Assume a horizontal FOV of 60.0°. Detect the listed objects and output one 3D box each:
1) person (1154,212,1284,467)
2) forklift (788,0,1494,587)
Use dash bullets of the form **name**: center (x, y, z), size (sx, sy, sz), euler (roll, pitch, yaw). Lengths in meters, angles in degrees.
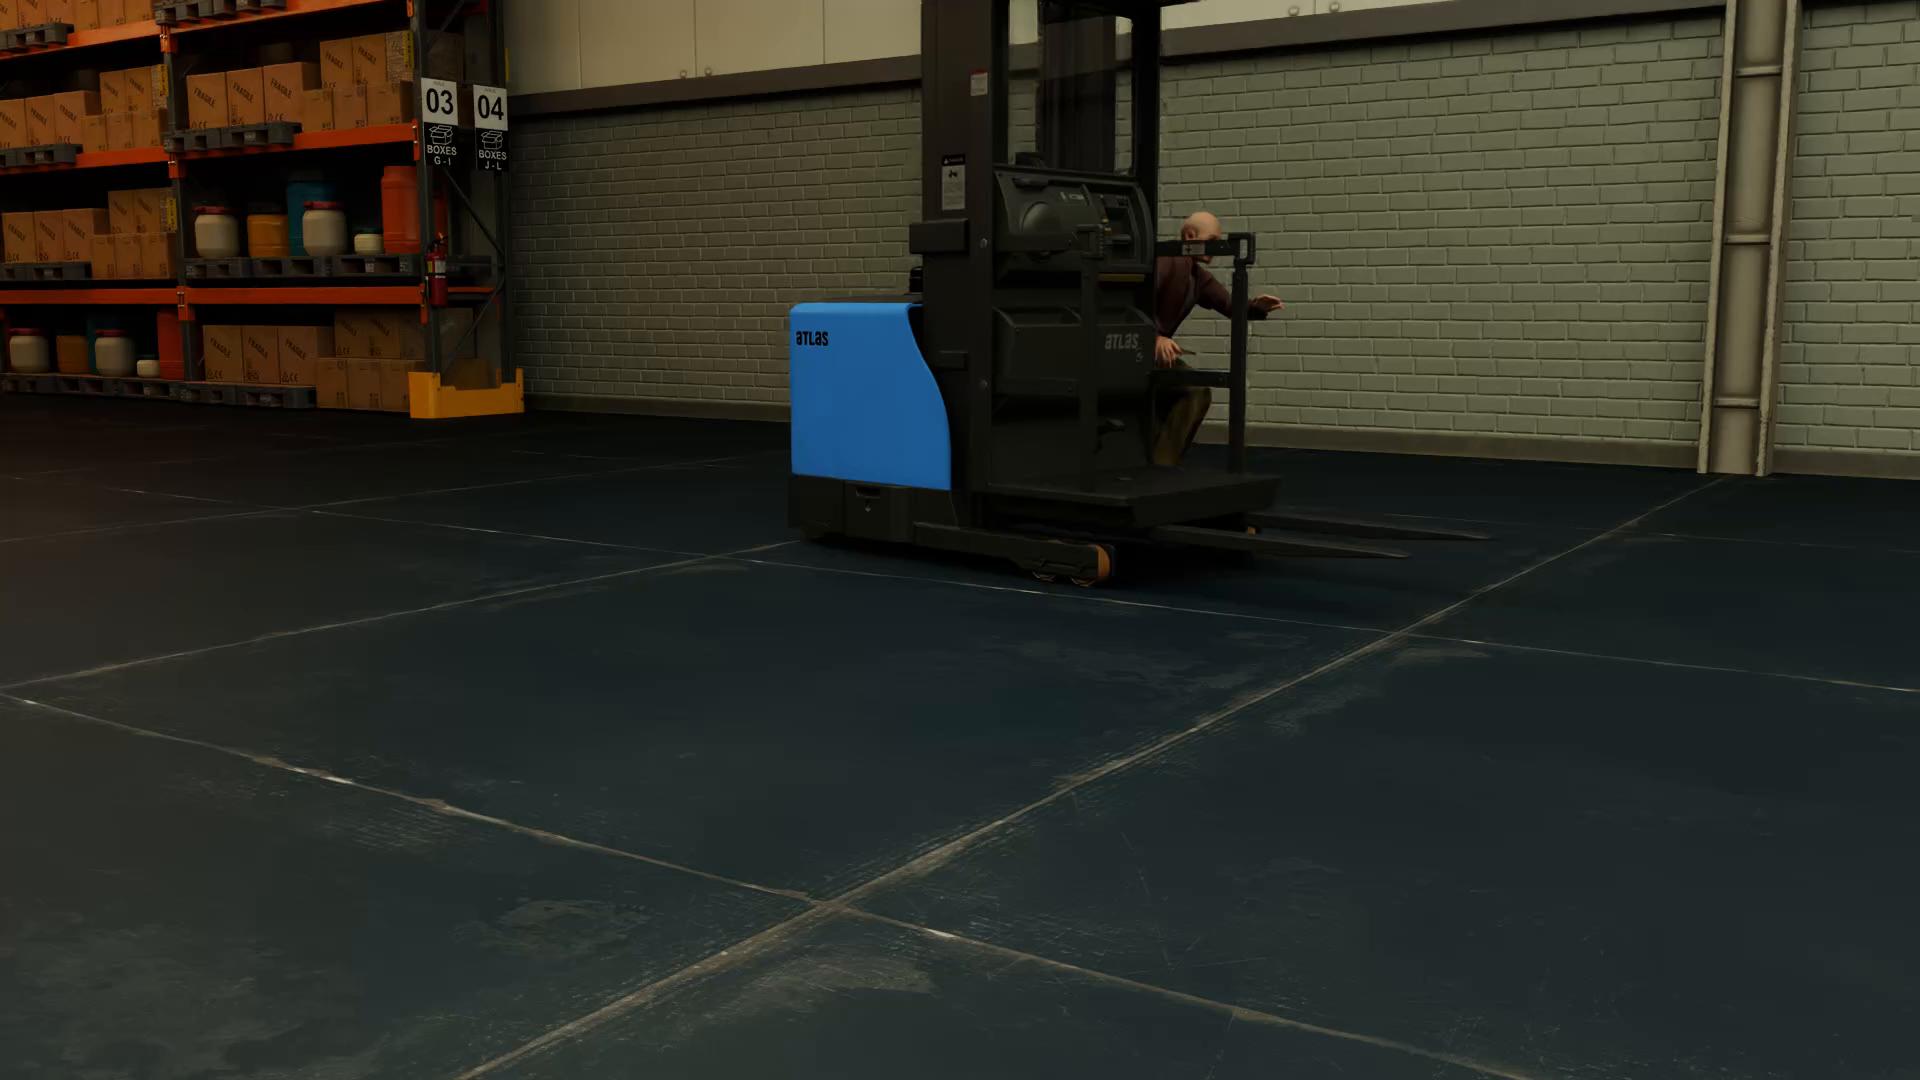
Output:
- **person**: center (1.150, -0.885, 8.408), size (0.918, 1.535, 1.018), euler (2, 8, 16)
- **forklift**: center (0.634, -1.354, 6.712), size (3.031, 2.935, 1.130), euler (8, 11, 43)
